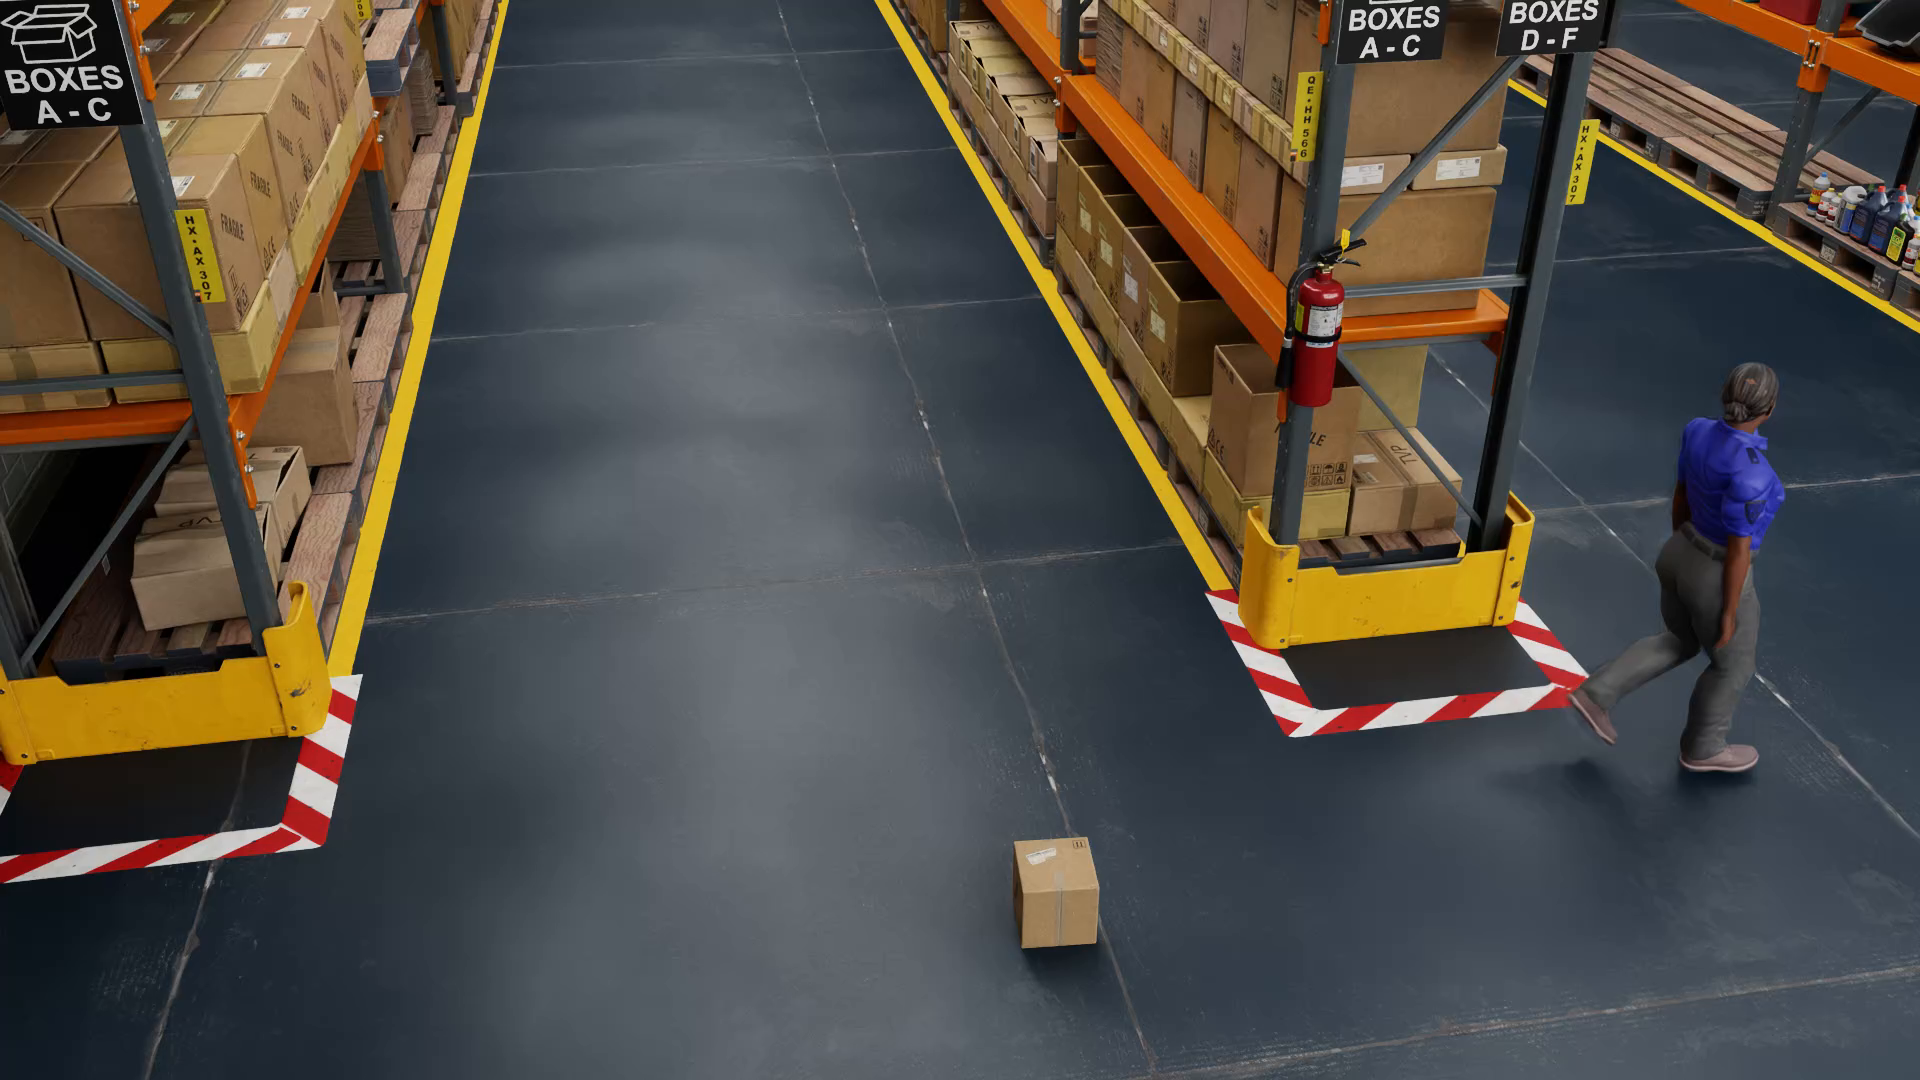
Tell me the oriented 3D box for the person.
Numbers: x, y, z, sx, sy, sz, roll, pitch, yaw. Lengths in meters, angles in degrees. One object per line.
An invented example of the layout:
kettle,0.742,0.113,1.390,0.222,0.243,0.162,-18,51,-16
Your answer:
person,2.641,0.116,5.904,0.720,1.631,0.471,-3,31,-5
